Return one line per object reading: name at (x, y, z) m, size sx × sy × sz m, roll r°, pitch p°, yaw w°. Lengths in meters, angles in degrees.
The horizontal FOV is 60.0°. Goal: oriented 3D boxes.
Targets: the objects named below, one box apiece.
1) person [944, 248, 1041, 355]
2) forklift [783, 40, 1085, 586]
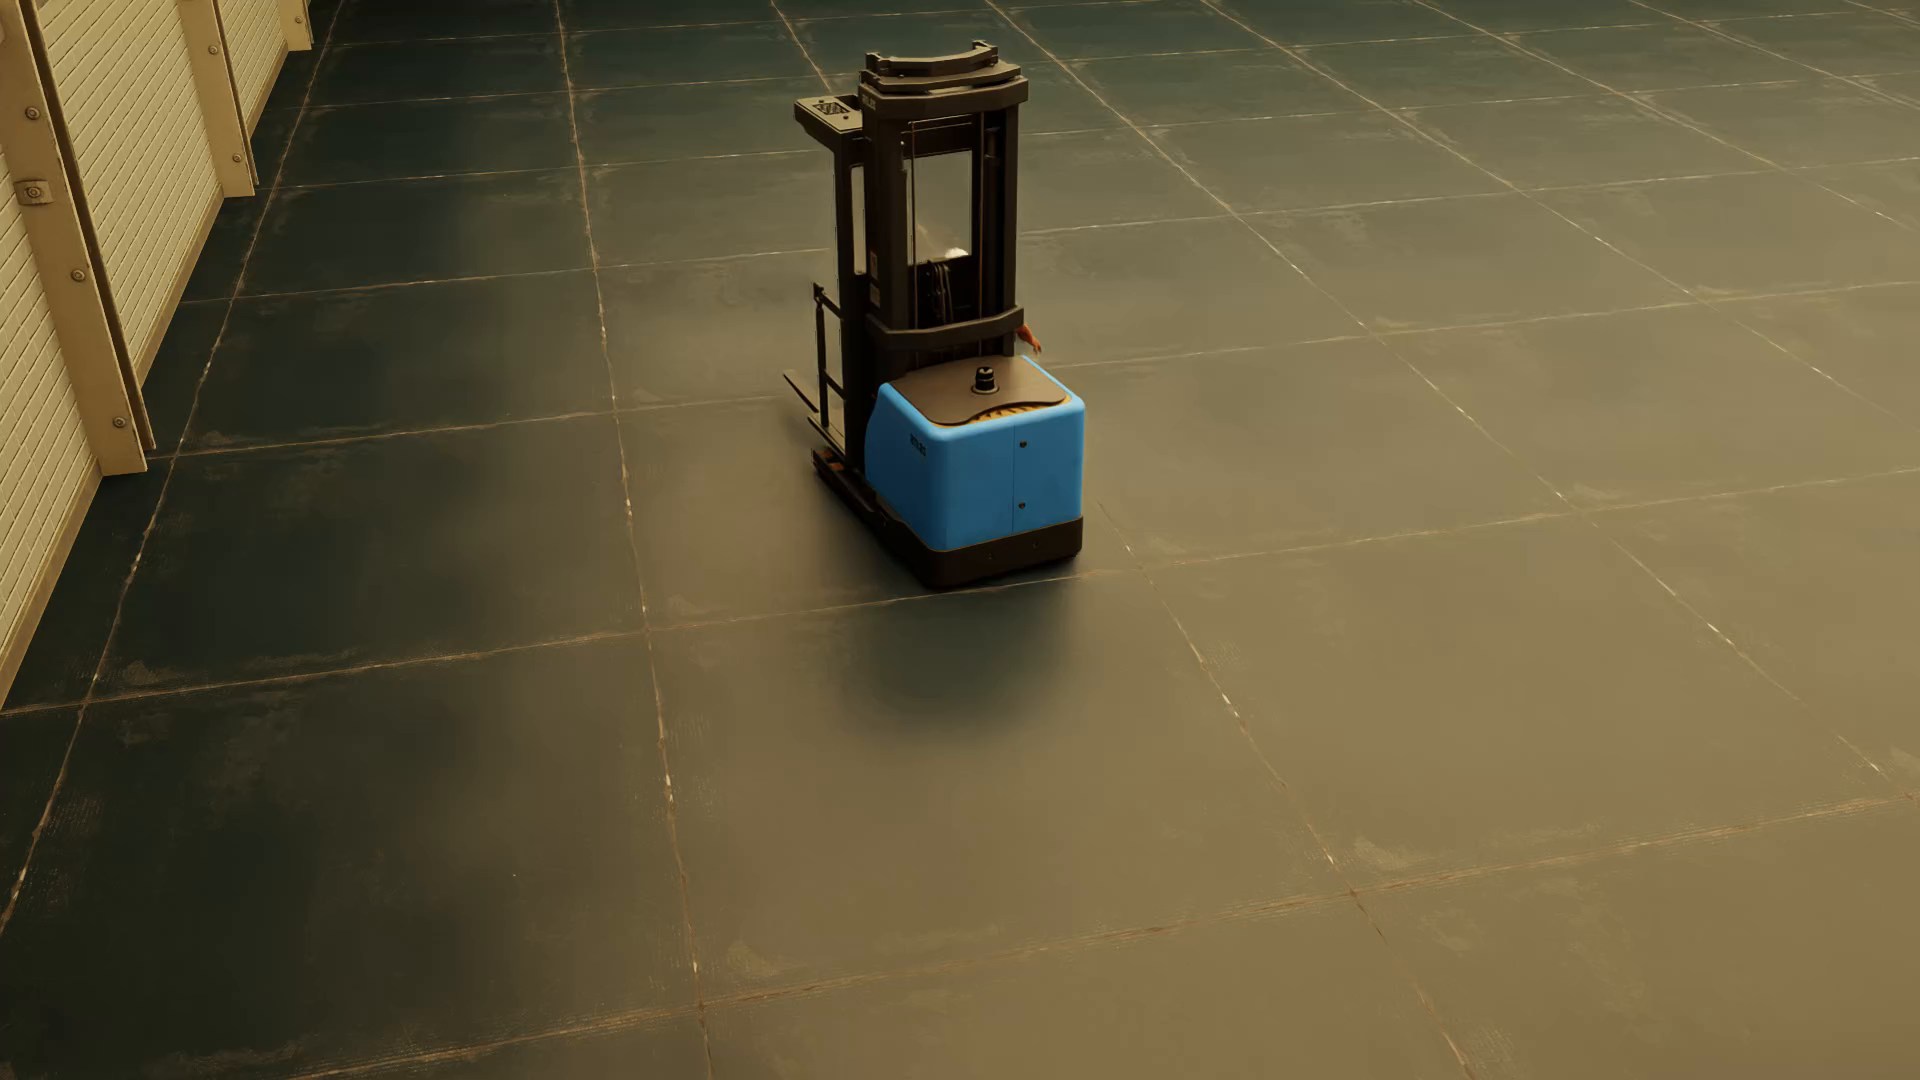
person at (0.006, -1.305, 11.357) m, size 1.059 × 1.439 × 1.121 m, roll 6°, pitch 31°, yaw 10°
forklift at (-0.341, -1.710, 10.528) m, size 1.130 × 2.935 × 3.031 m, roll -14°, pitch 33°, yaw -22°
